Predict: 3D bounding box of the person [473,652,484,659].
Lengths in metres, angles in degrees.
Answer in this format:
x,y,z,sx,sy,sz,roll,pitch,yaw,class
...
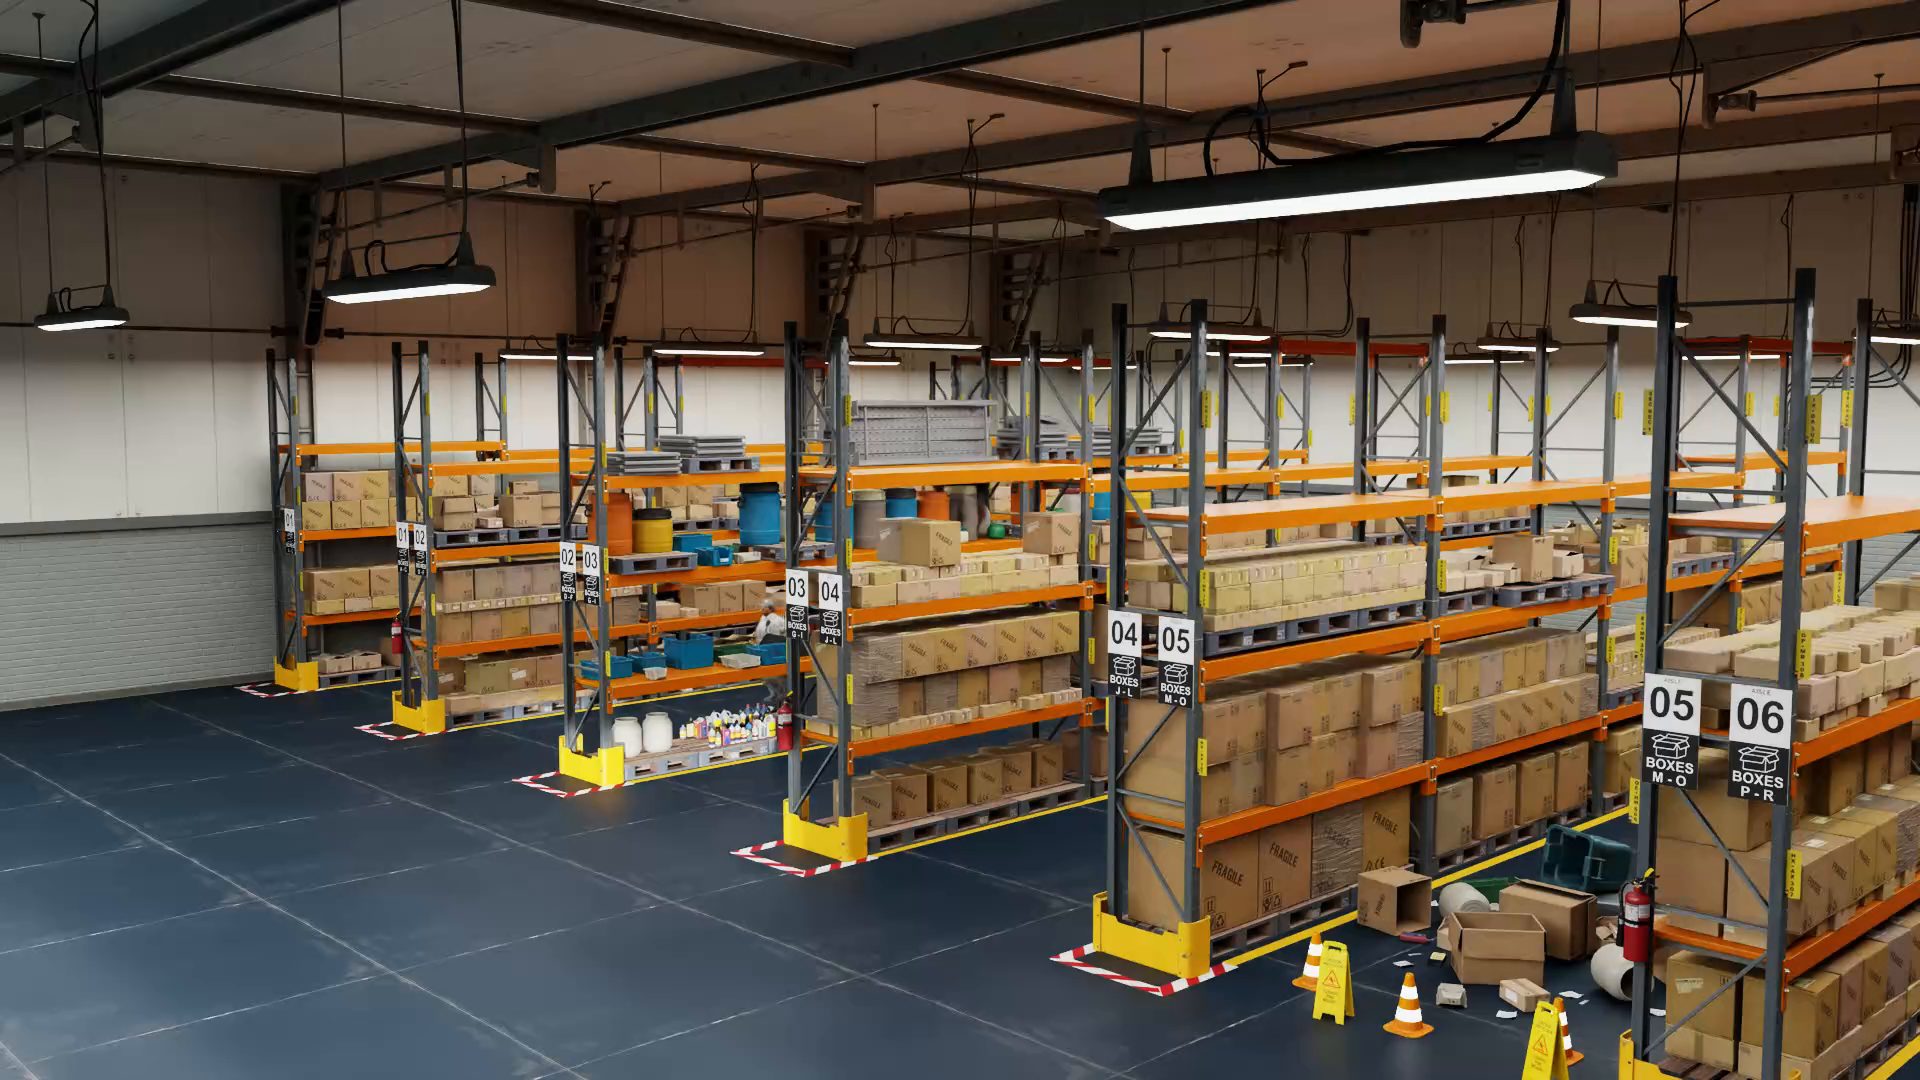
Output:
x,y,z,sx,sy,sz,roll,pitch,yaw,class
-8.142,1.865,28.288,0.602,1.723,0.811,4,7,41,person

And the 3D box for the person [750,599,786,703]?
x,y,z,sx,sy,sz,roll,pitch,yaw,class
-3.059,1.779,26.527,0.531,1.664,0.639,-4,7,-41,person

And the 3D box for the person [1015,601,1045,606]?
x,y,z,sx,sy,sz,roll,pitch,yaw,class
1.302,1.506,32.320,0.570,1.718,0.871,4,6,36,person

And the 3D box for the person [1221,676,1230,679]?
x,y,z,sx,sy,sz,roll,pitch,yaw,class
3.264,2.523,20.377,0.644,1.739,0.635,4,7,41,person
